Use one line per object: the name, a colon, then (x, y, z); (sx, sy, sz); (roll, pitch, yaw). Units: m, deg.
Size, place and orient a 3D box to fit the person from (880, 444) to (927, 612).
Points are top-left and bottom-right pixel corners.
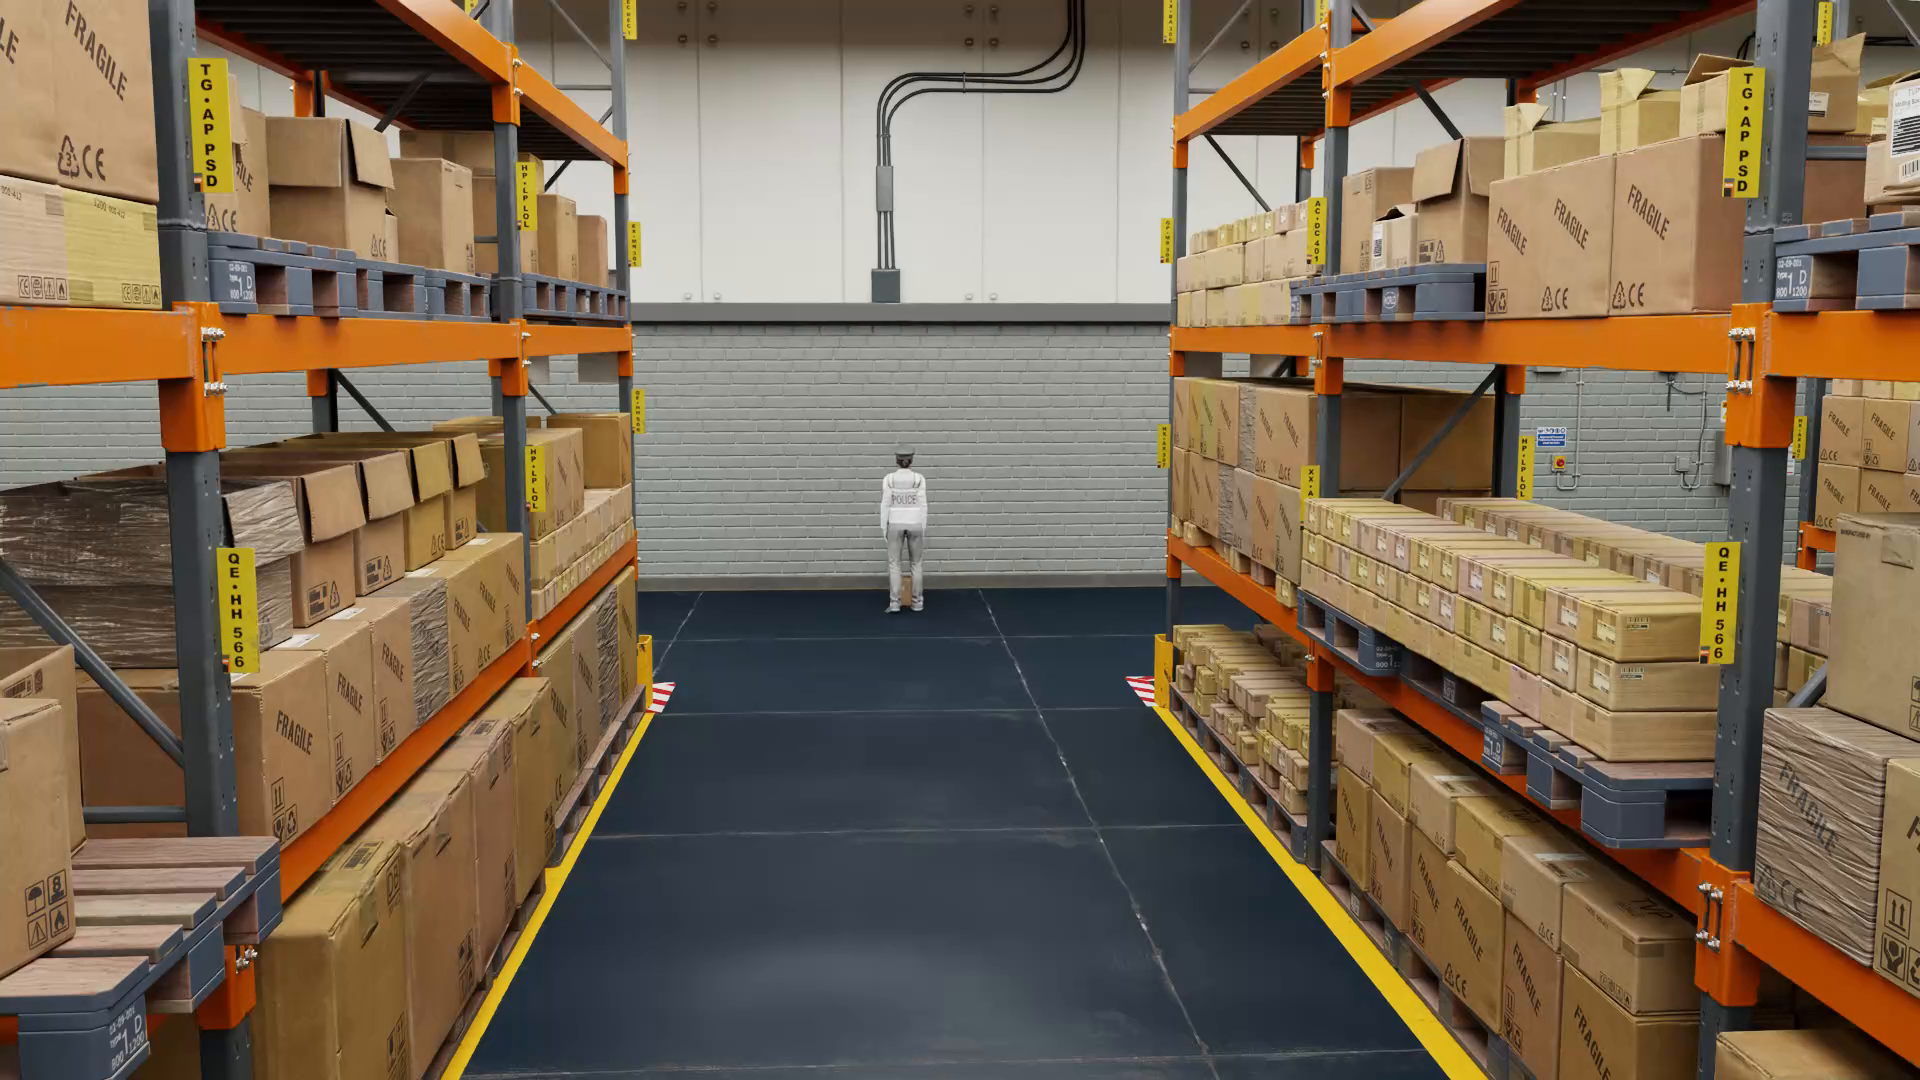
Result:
person: (-0.563, -0.112, 16.666); (0.466, 1.692, 0.341); (0, 7, -2)
